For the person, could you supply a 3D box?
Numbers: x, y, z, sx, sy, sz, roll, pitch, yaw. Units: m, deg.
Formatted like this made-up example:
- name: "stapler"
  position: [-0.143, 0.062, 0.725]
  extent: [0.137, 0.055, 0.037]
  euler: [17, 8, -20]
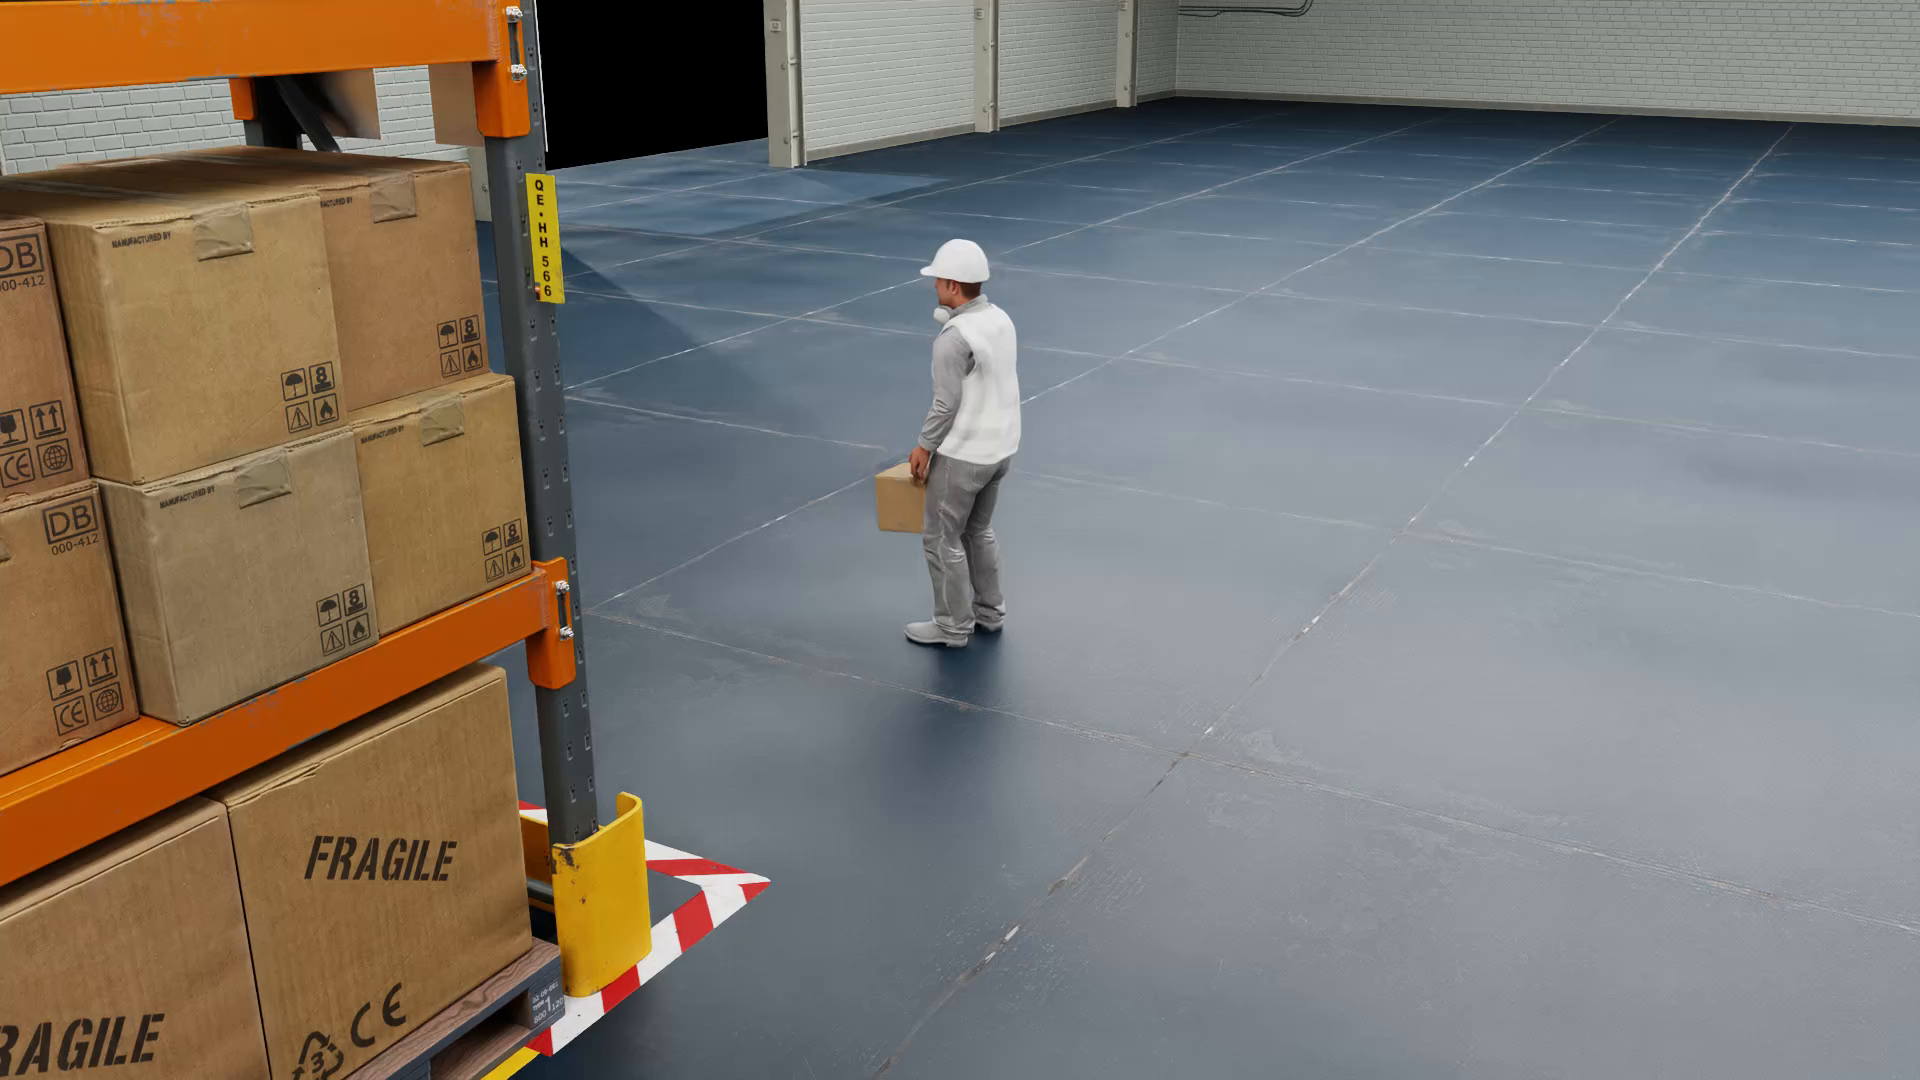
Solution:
- name: "person"
  position: [0.016, -0.405, 7.176]
  extent: [0.471, 1.777, 0.555]
  euler: [10, 22, 26]
